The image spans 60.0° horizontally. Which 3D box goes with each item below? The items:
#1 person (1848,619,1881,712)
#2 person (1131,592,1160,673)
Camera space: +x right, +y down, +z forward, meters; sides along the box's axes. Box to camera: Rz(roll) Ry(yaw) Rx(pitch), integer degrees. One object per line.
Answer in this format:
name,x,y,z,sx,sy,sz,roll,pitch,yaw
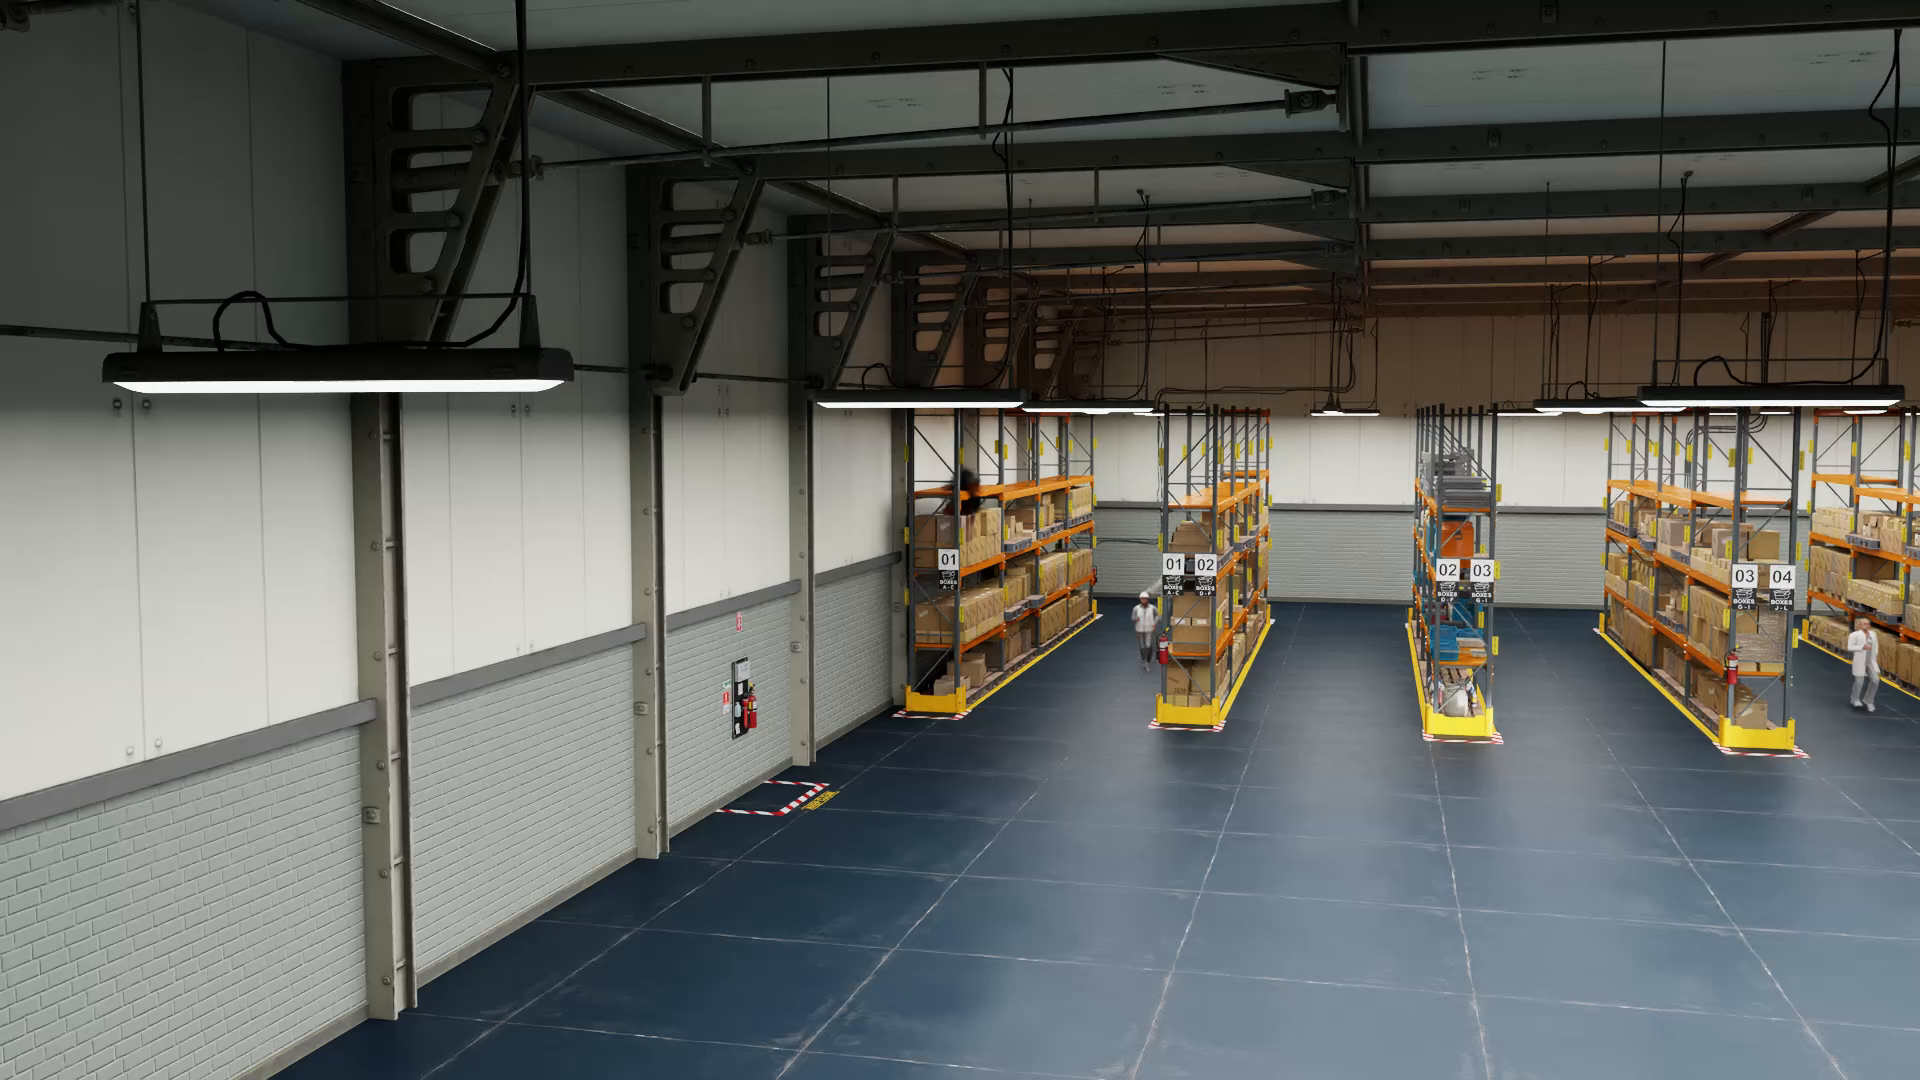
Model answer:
person,17.796,2.459,32.695,0.685,1.826,0.775,0,4,4
person,4.199,2.096,37.790,0.638,1.835,0.777,1,4,15
